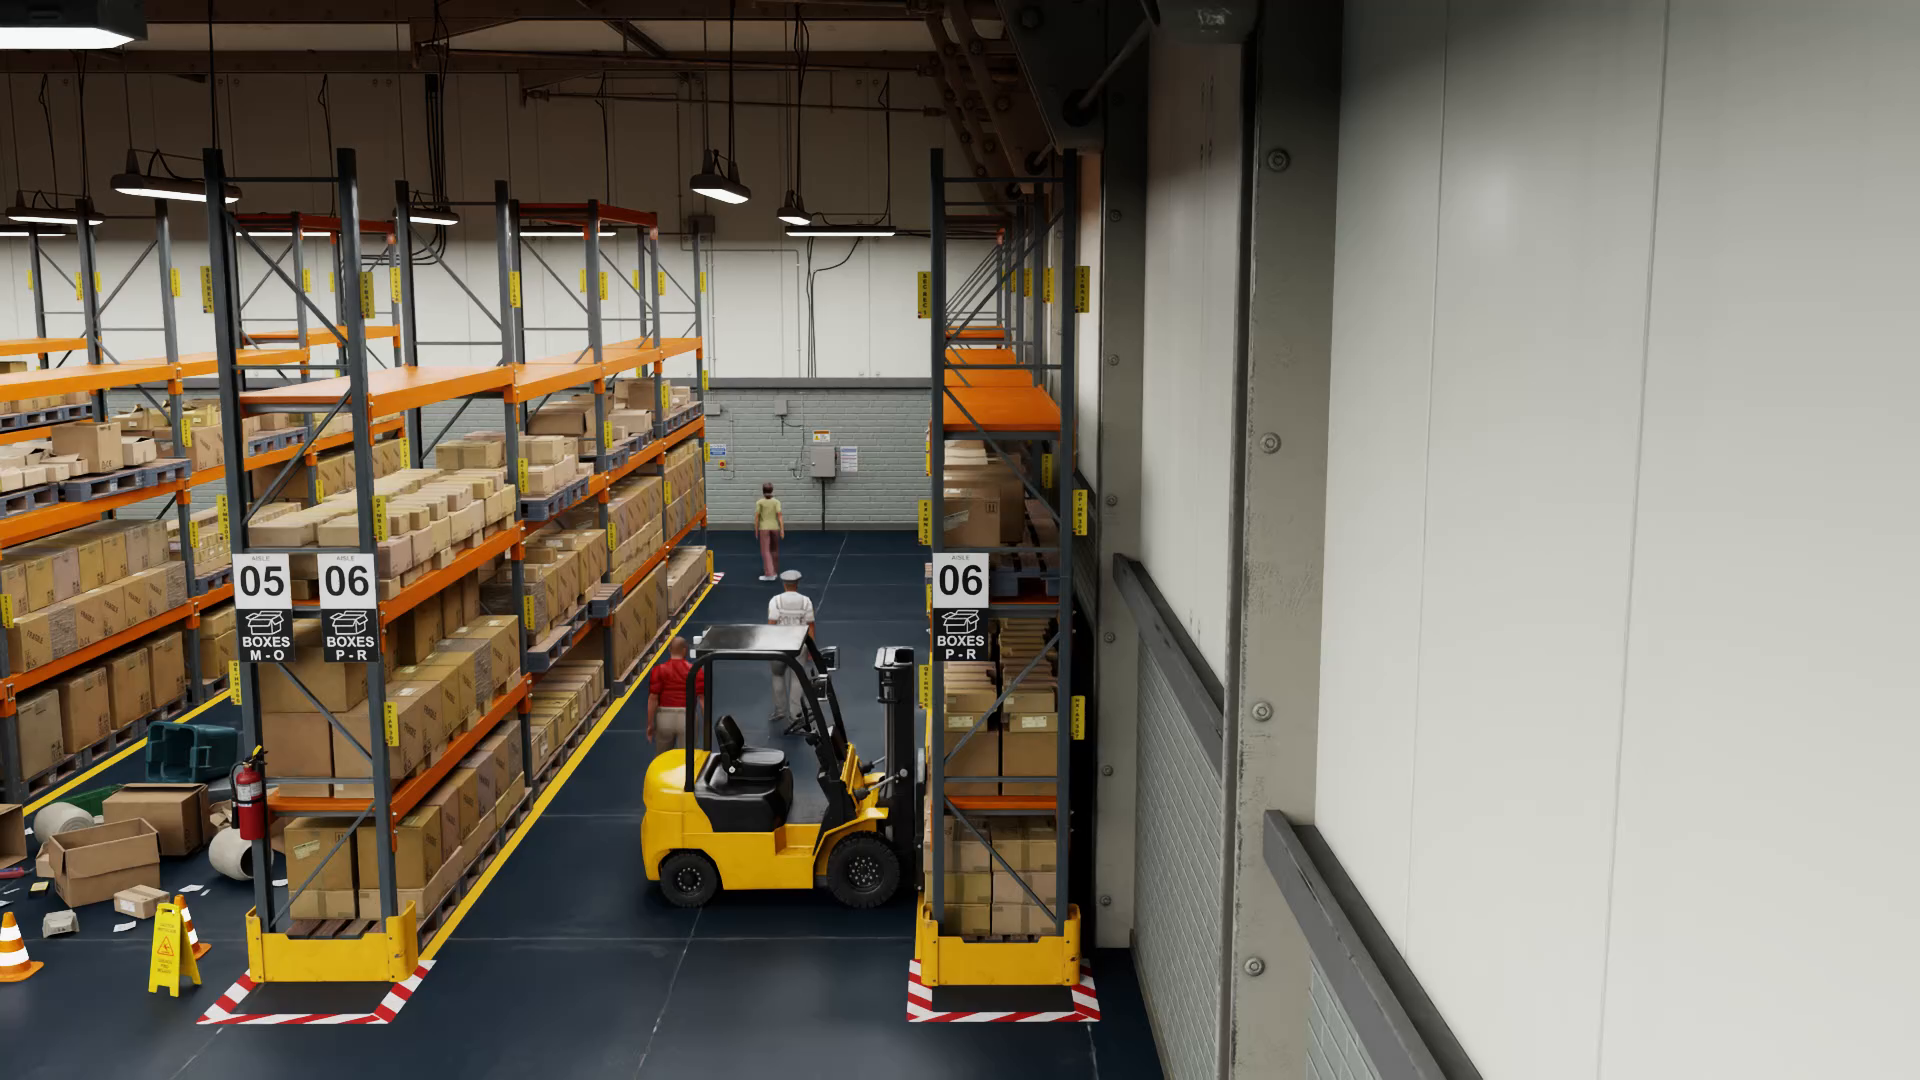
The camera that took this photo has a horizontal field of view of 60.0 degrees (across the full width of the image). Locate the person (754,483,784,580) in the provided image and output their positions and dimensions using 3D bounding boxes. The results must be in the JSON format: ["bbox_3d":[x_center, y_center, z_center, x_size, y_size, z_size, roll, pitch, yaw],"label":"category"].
[{"bbox_3d":[-3.257,-0.155,28.254,0.472,1.653,0.730,-3,10,-18],"label":"person"}]

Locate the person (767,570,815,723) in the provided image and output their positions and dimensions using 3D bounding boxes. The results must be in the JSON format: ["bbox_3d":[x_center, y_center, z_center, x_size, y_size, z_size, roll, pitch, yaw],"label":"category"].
[{"bbox_3d":[-1.960,1.271,19.211,0.584,1.813,0.609,-2,9,-11],"label":"person"}]

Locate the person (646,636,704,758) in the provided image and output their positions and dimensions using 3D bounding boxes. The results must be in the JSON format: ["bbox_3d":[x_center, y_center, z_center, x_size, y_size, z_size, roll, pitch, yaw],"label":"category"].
[{"bbox_3d":[-2.735,1.773,16.065,0.638,1.716,0.792,-1,9,-4],"label":"person"}]
